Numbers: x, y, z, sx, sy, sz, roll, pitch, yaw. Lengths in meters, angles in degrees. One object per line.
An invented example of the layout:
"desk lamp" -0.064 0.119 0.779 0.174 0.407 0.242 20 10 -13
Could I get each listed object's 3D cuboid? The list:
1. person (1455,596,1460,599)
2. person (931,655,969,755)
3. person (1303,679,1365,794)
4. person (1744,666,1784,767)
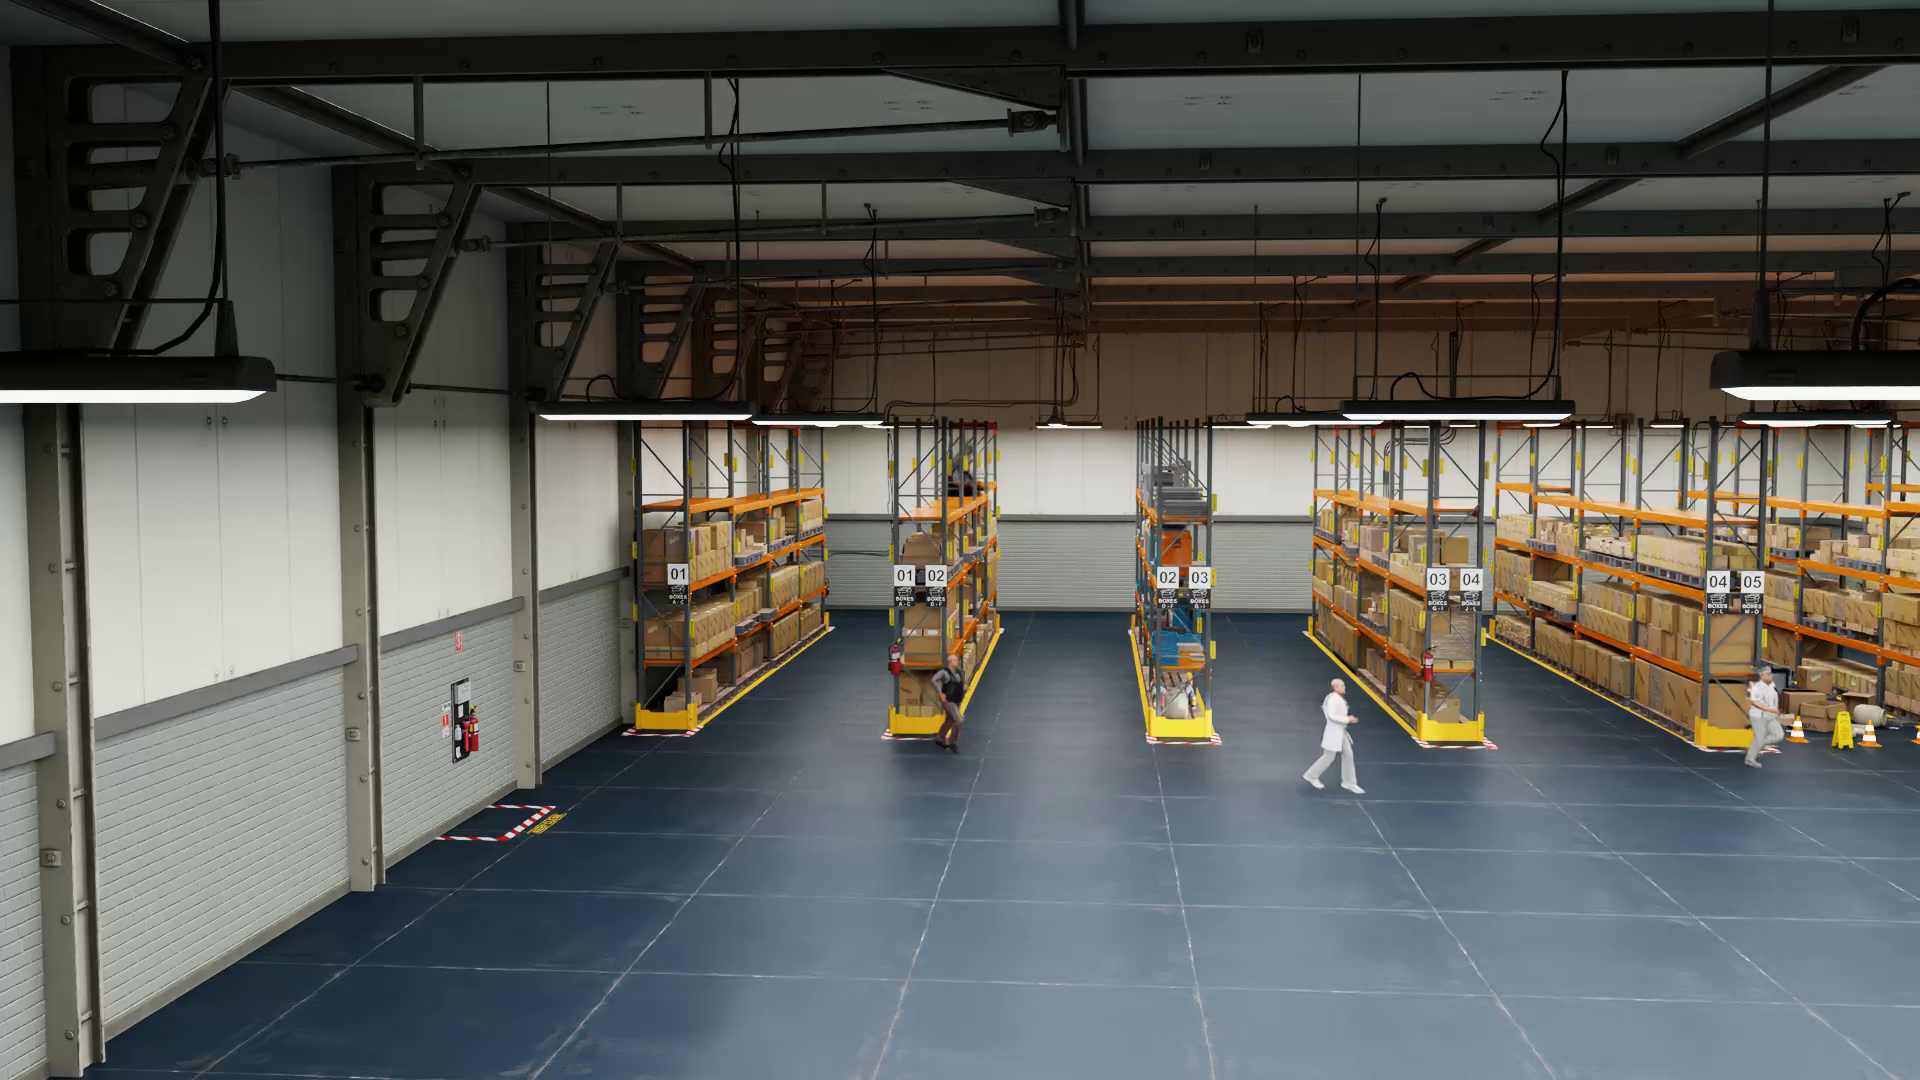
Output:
"person" 13.473 1.893 45.344 0.712 1.757 0.632 1 4 9
"person" -0.162 2.927 29.675 0.732 1.764 0.645 3 5 35
"person" 5.932 3.105 26.382 0.959 1.813 0.692 2 4 29
"person" 13.755 3.006 28.333 0.693 1.738 0.685 -2 4 -29
